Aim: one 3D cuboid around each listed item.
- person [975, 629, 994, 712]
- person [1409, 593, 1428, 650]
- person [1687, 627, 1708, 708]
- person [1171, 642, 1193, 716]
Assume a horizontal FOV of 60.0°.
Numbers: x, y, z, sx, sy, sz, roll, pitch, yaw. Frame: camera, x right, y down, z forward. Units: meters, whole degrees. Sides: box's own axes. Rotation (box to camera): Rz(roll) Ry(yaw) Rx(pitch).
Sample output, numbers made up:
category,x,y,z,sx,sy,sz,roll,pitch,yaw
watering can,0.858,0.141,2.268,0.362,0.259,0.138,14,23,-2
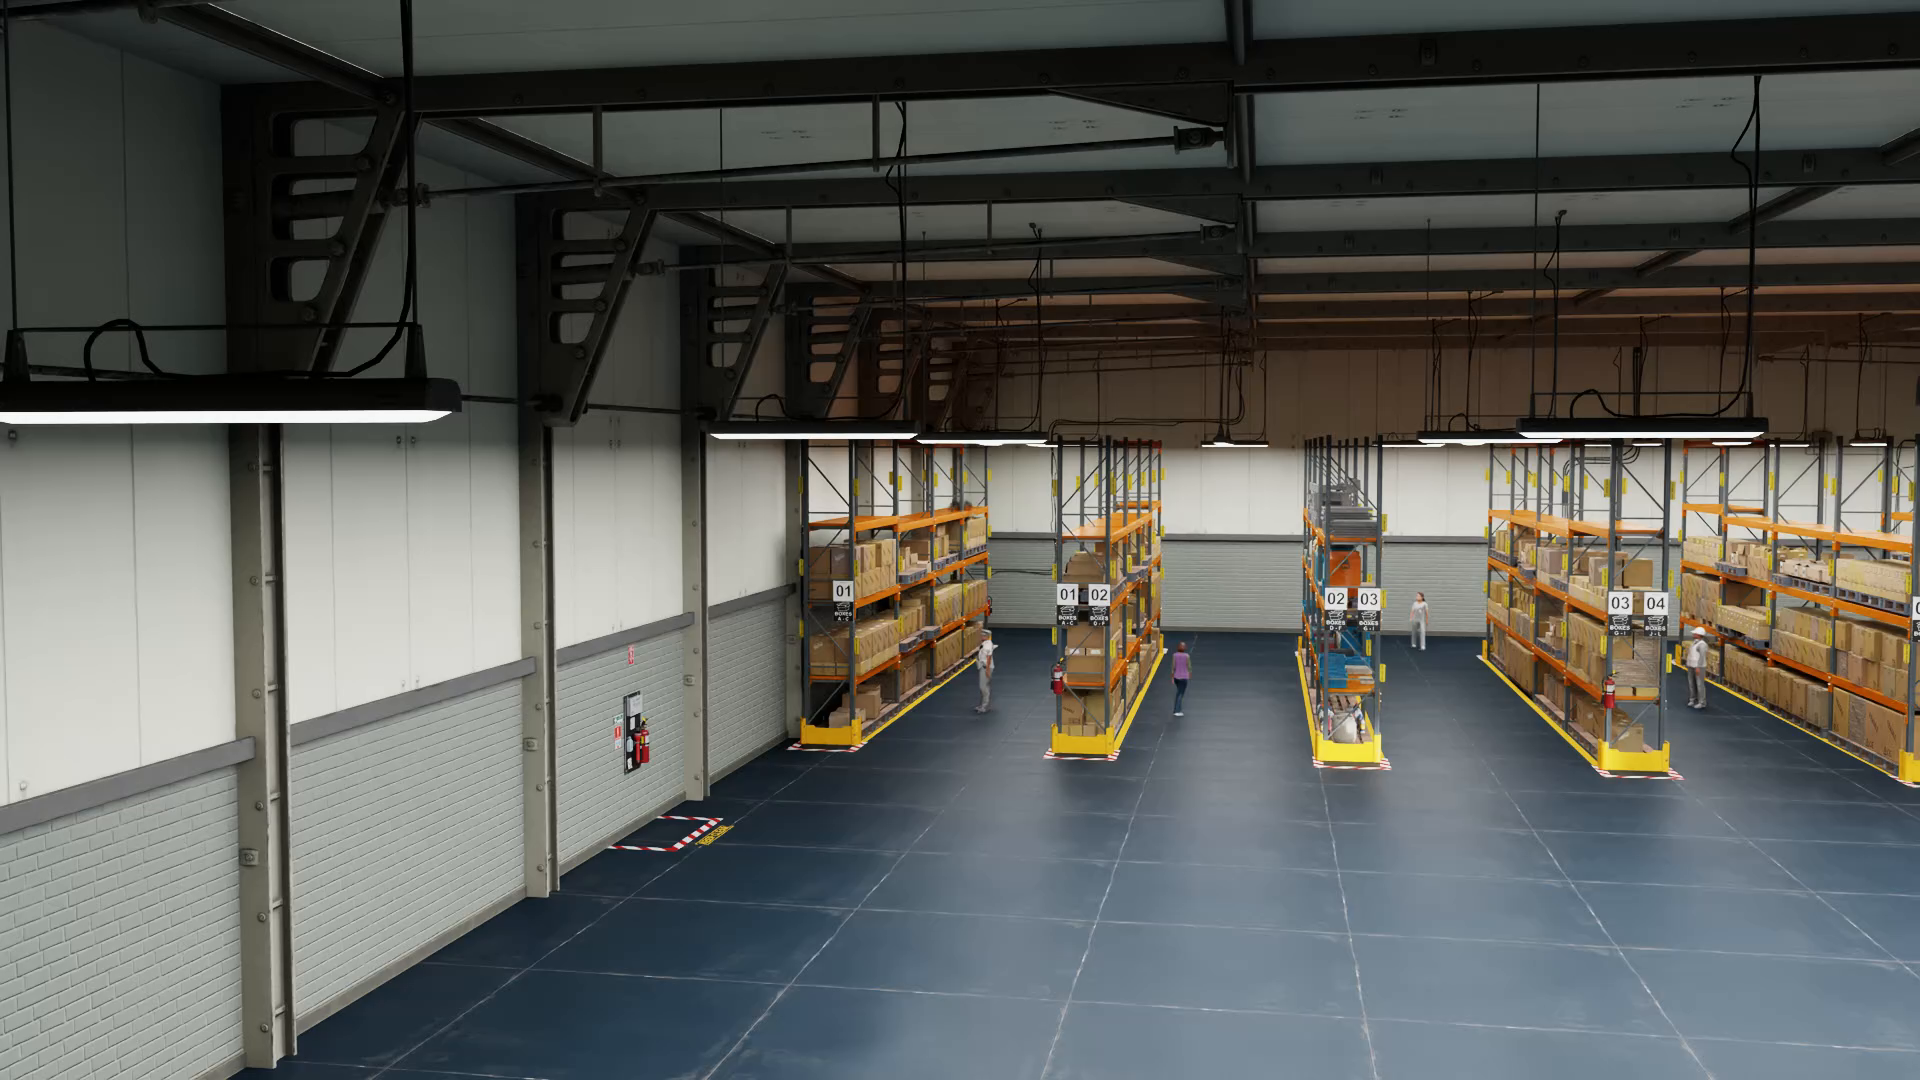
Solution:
category,x,y,z,sx,sy,sz,roll,pitch,yaw
person,0.547,2.877,36.614,0.414,1.799,0.636,0,3,0
person,13.146,2.312,47.653,0.555,1.603,1.031,0,3,6
person,16.420,2.831,37.039,0.412,1.782,0.532,-1,3,-15
person,4.757,3.005,35.709,0.514,1.637,0.410,-3,4,-44
